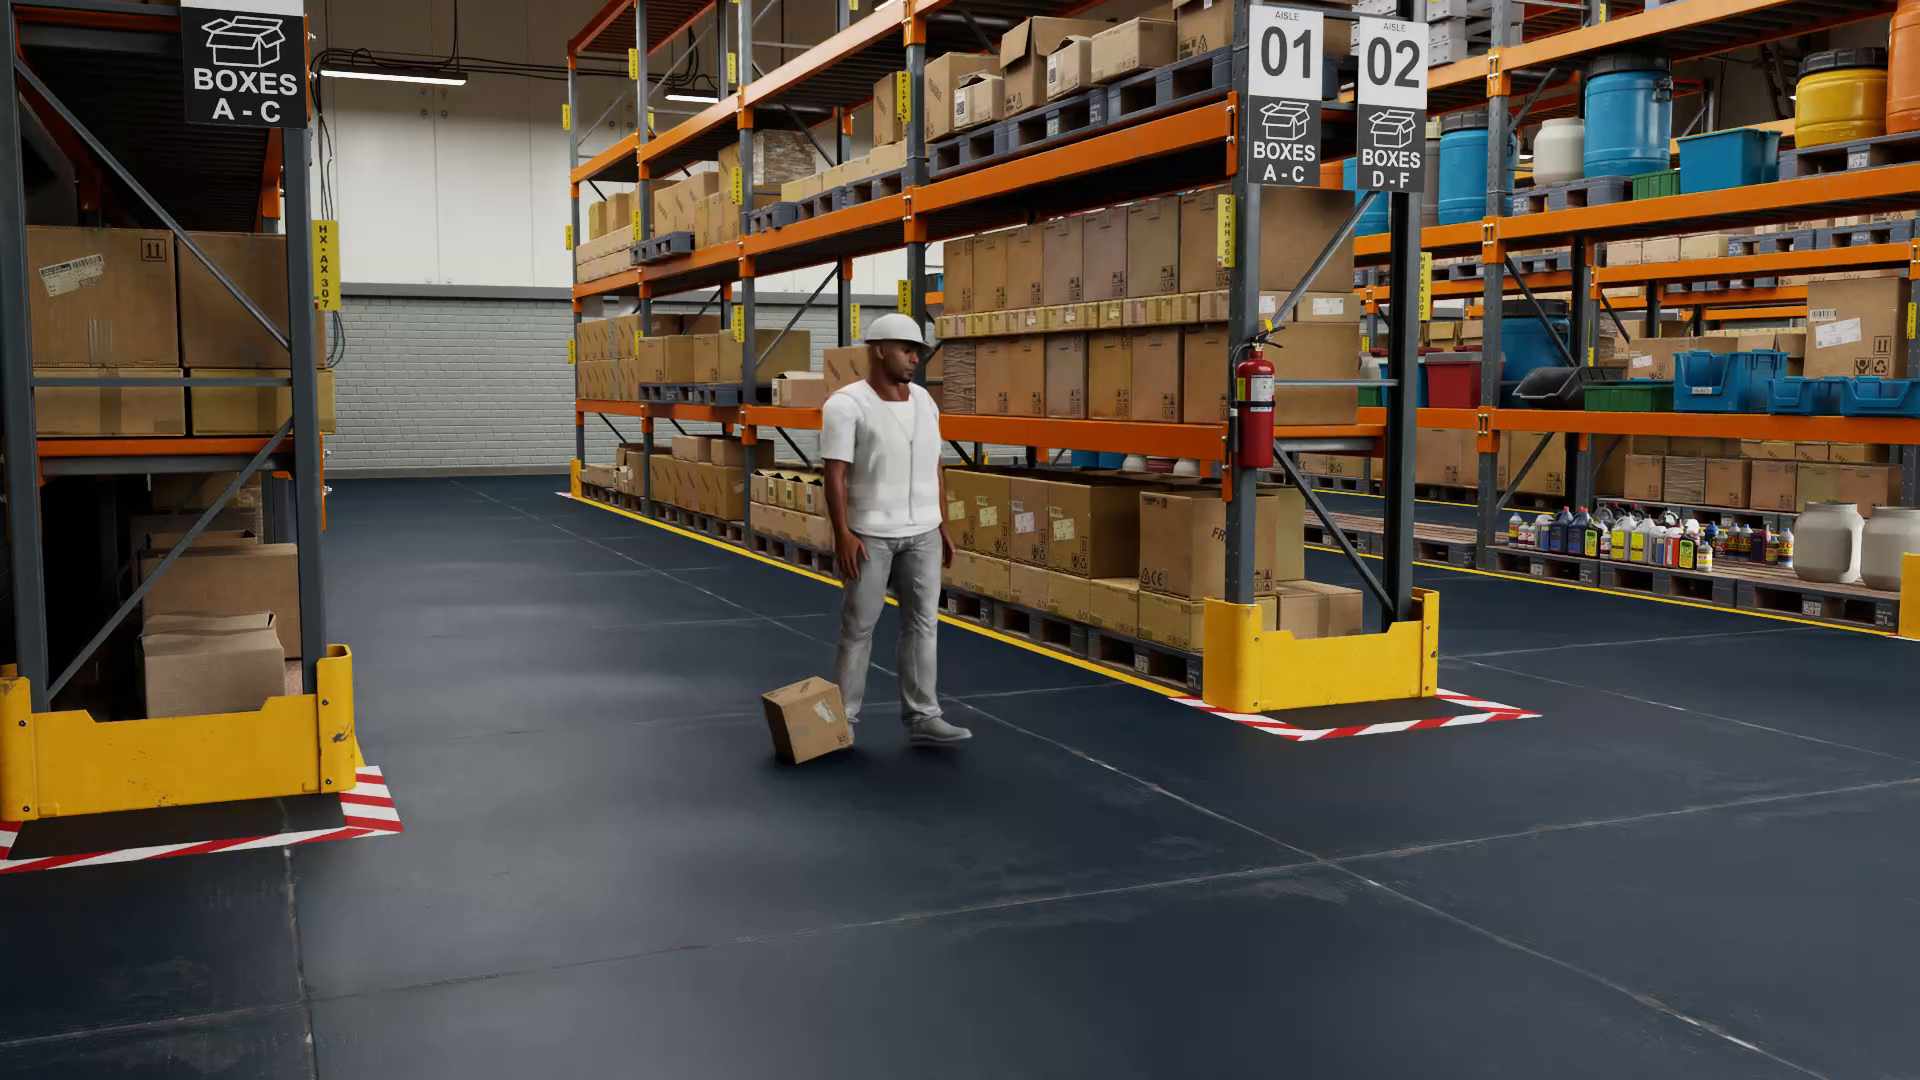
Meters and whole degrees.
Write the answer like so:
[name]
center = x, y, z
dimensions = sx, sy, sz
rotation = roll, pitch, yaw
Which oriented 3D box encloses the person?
[person]
center = -0.281, -0.034, 6.768
dimensions = 0.652, 1.767, 0.463
rotation = -3, 6, -33
